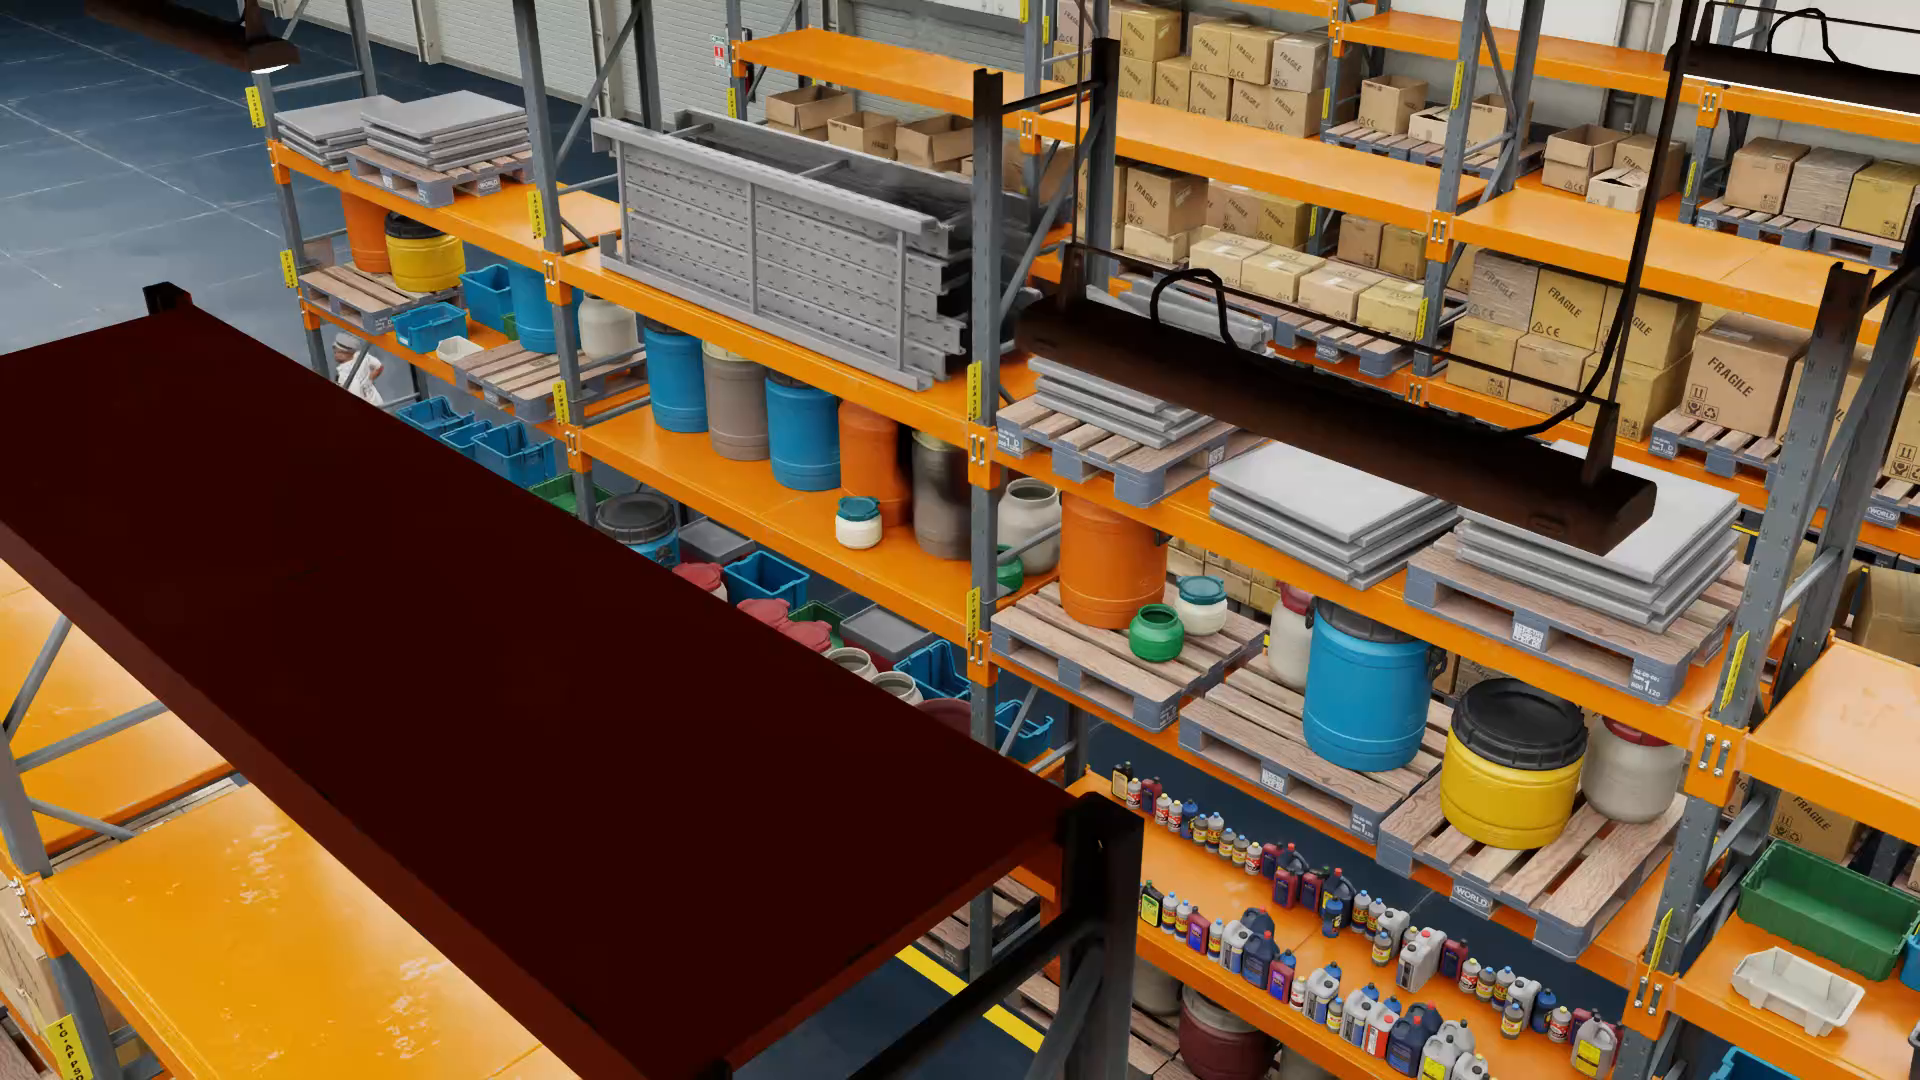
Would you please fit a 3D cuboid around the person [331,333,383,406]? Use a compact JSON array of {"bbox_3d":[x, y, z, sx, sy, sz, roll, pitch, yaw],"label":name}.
[{"bbox_3d":[-6.008,-1.257,16.719,0.850,1.776,0.696,-3,30,-5],"label":"person"}]
